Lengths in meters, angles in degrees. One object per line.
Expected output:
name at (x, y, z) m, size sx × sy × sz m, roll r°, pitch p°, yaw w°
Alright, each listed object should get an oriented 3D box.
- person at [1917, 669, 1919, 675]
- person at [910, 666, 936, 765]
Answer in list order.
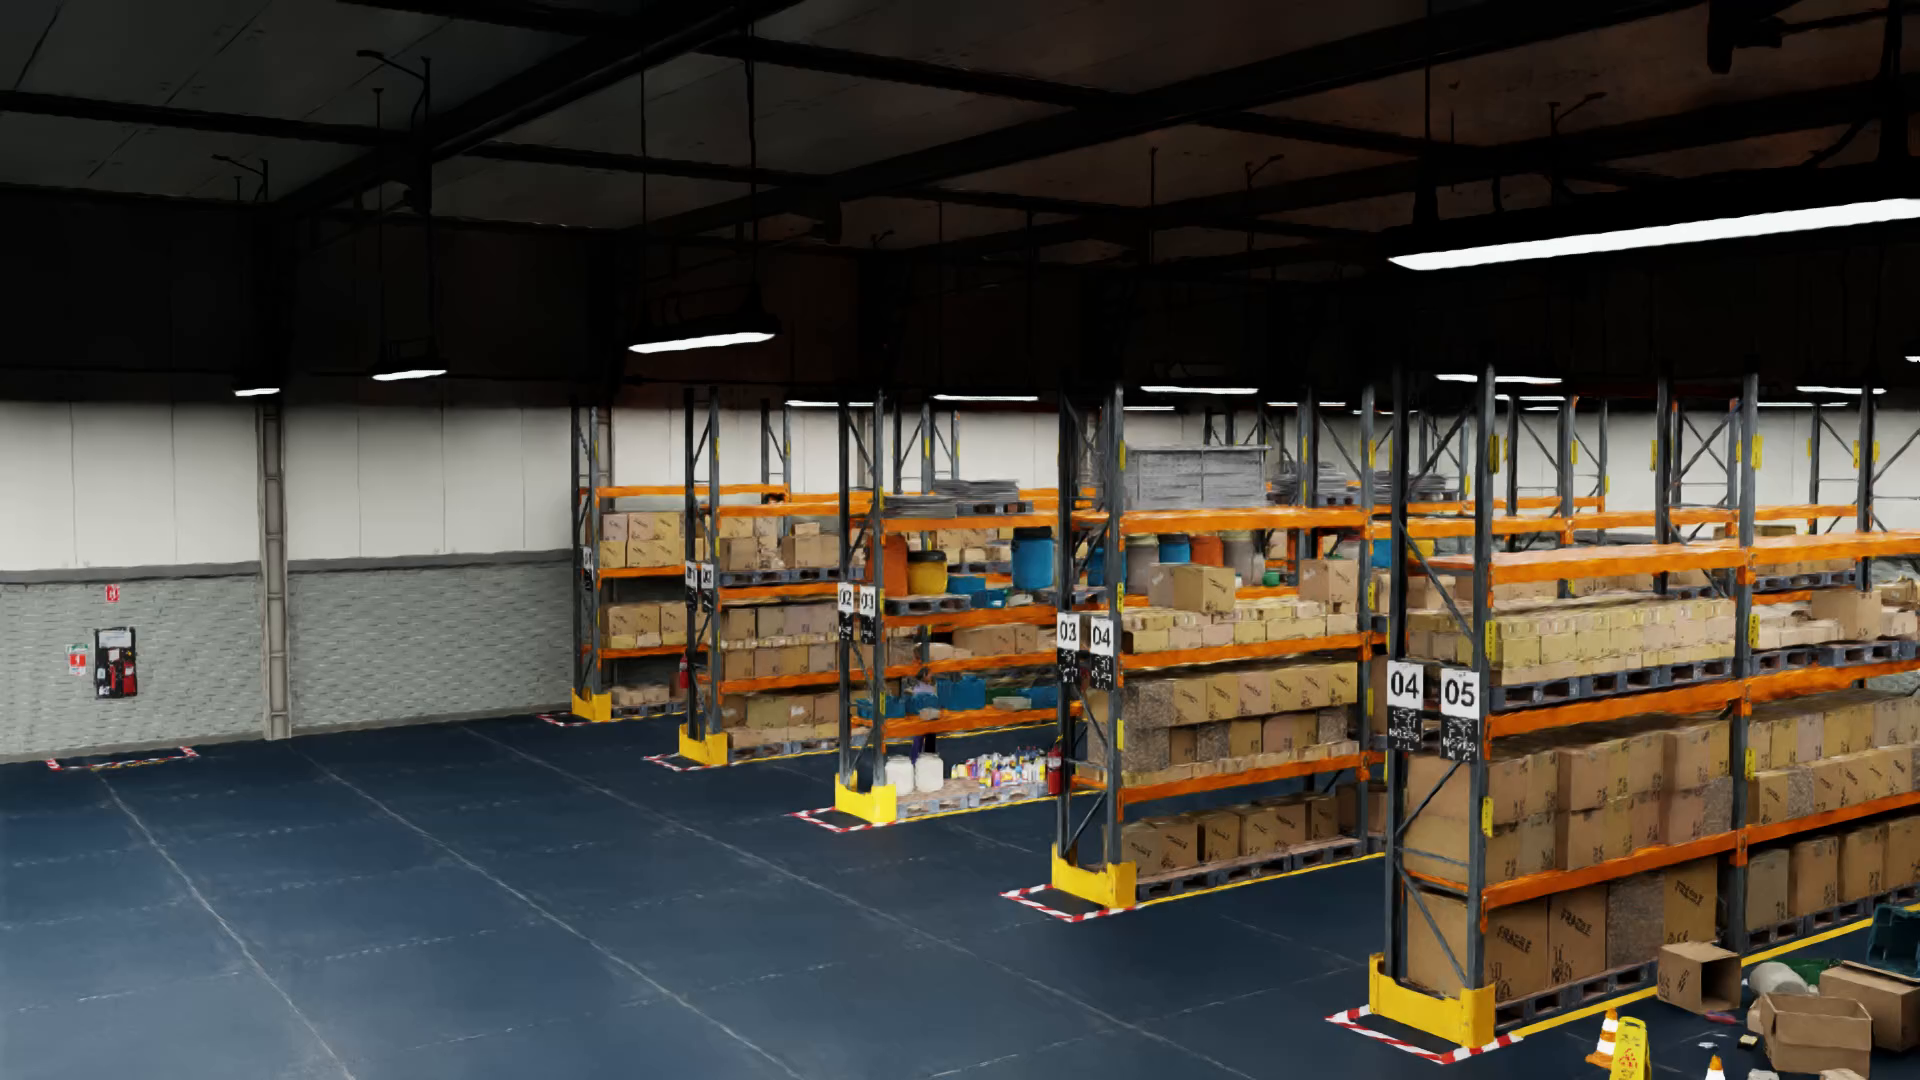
person at (17.693, 2.540, 30.148) m, size 0.641 × 1.606 × 0.800 m, roll 3°, pitch 4°, yaw 37°
person at (-0.530, 2.783, 25.724) m, size 0.429 × 1.656 × 0.533 m, roll 2°, pitch 4°, yaw 25°
